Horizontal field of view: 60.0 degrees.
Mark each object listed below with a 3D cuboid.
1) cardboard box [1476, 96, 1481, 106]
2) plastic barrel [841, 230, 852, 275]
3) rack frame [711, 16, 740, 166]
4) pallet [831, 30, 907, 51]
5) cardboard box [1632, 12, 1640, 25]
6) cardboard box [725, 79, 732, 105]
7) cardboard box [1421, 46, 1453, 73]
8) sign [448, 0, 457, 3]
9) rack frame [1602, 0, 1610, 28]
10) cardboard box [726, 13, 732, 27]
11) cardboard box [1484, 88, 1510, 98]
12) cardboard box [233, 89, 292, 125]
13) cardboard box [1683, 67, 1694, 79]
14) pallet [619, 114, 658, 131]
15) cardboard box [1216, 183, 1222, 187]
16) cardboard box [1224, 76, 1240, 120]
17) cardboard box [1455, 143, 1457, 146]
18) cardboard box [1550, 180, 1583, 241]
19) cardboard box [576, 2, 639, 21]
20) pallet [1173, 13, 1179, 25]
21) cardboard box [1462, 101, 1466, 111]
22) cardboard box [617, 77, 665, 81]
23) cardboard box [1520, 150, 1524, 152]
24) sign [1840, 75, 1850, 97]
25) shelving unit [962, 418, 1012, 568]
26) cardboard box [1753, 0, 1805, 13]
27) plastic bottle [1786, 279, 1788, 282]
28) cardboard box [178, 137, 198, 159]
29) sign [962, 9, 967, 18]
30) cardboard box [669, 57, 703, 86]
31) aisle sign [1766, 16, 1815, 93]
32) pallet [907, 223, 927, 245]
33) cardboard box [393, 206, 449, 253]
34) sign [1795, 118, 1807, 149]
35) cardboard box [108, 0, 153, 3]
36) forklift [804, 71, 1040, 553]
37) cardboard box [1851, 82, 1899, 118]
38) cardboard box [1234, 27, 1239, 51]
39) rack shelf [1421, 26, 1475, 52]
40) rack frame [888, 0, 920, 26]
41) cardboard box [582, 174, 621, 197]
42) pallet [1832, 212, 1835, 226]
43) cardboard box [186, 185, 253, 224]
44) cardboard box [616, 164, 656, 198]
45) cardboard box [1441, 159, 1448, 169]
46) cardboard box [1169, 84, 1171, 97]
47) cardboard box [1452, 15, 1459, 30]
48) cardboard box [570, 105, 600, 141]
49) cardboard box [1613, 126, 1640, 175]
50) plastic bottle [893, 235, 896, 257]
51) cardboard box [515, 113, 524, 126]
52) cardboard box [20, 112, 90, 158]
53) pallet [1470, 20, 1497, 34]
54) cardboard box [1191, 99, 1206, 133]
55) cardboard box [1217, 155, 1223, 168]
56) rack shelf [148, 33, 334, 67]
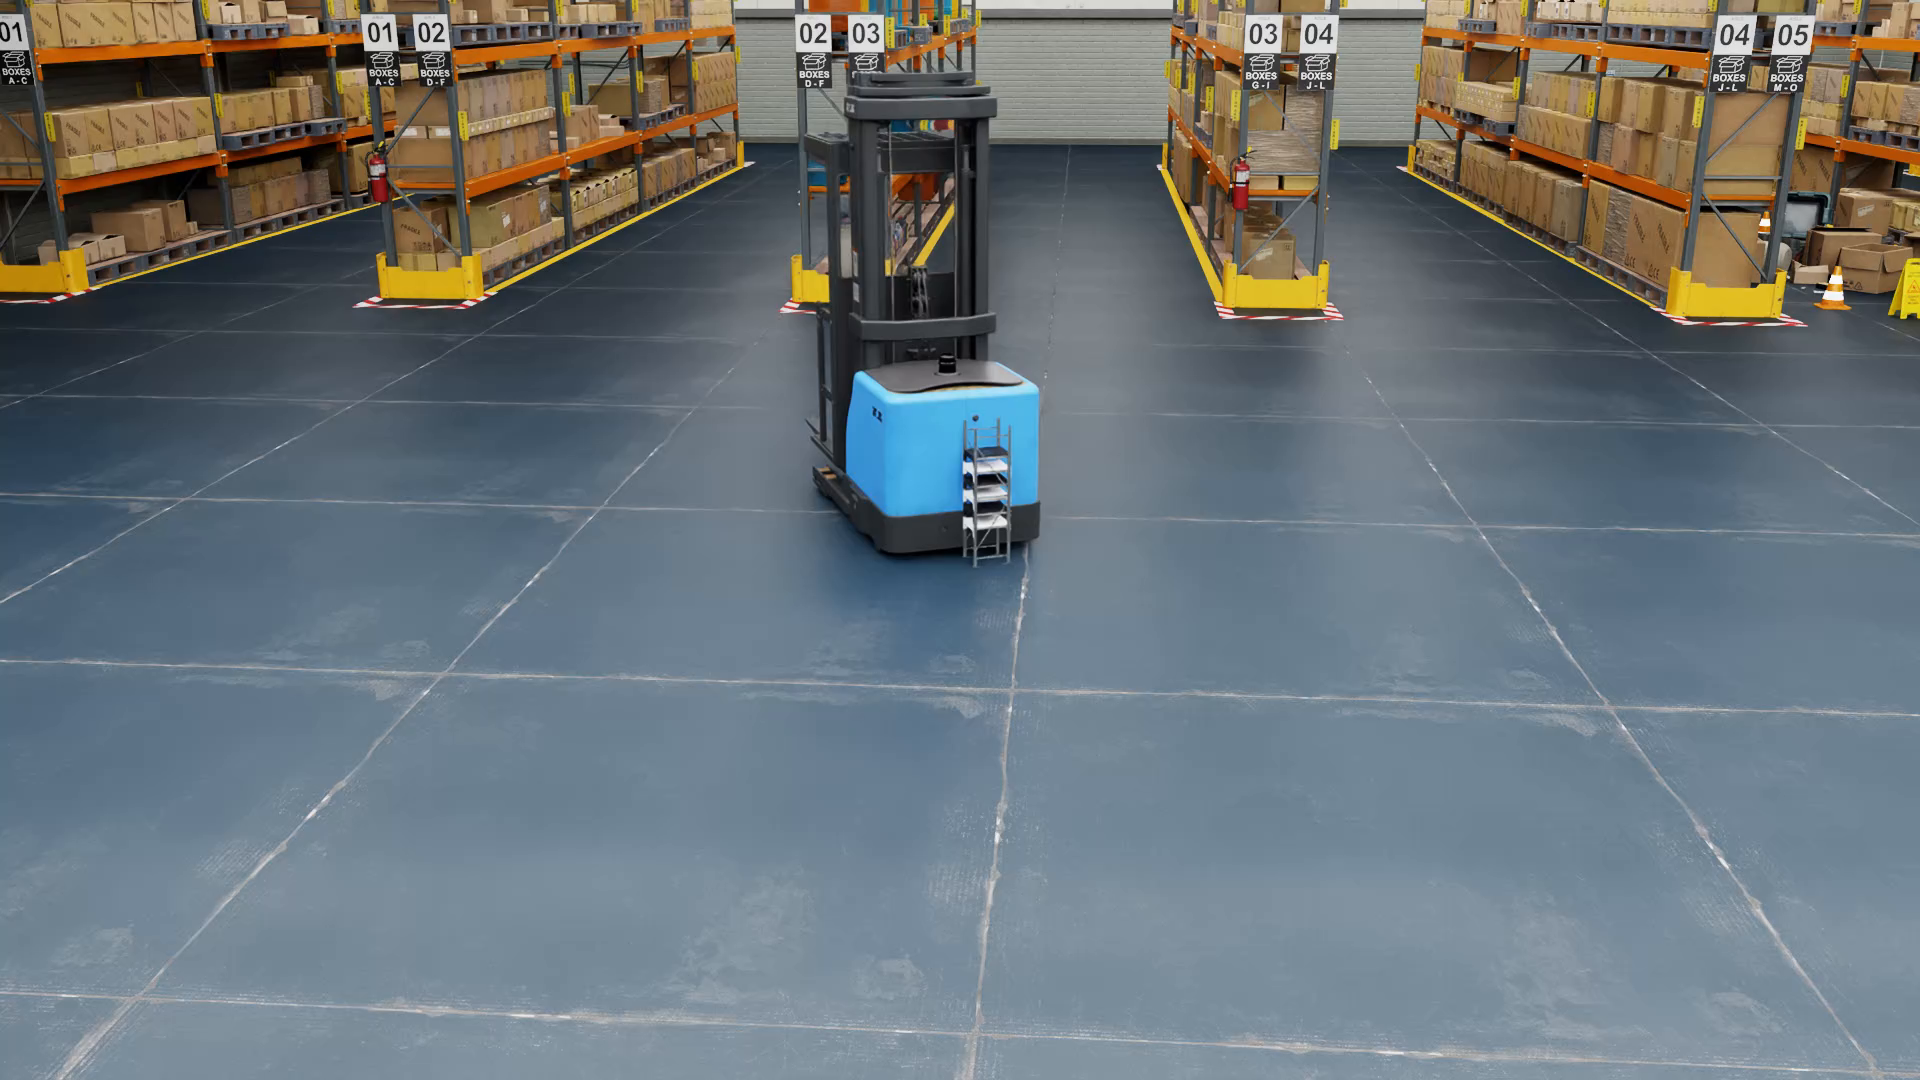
[{"bbox_3d":[8.817,-7.316,27.685,0.380,0.149,0.250,1,18,3],"label":"cardboard box"},{"bbox_3d":[-1.356,-3.442,19.930,0.421,0.512,0.421,0,18,0],"label":"plastic barrel"},{"bbox_3d":[-5.120,-9.299,34.485,1.000,3.000,0.127,1,18,4],"label":"rack frame"},{"bbox_3d":[-1.170,-5.809,19.319,1.003,0.211,1.213,1,18,4],"label":"pallet"},{"bbox_3d":[8.404,-6.339,20.204,0.380,0.149,0.250,1,18,3],"label":"cardboard box"},{"bbox_3d":[-4.914,-9.040,33.535,0.500,0.500,0.500,1,18,4],"label":"cardboard box"},{"bbox_3d":[9.403,-9.465,32.748,0.500,0.500,0.500,1,18,4],"label":"cardboard box"},{"bbox_3d":[-5.714,-6.194,18.661,0.100,0.325,0.005,1,18,4],"label":"sign"},{"bbox_3d":[8.840,-8.059,21.065,1.000,3.000,0.127,1,18,4],"label":"rack frame"},{"bbox_3d":[-4.894,-10.488,33.537,0.500,0.250,0.500,1,18,4],"label":"cardboard box"},{"bbox_3d":[8.782,-7.293,27.135,0.380,0.149,0.250,1,18,4],"label":"cardboard box"},{"bbox_3d":[-10.726,-6.647,25.524,0.700,0.500,0.500,1,18,4],"label":"cardboard box"},{"bbox_3d":[14.296,-9.075,32.035,0.500,0.500,0.500,1,18,2],"label":"cardboard box"},{"bbox_3d":[-5.715,-6.935,27.580,1.213,0.211,1.003,1,18,4],"label":"pallet"},{"bbox_3d":[4.098,-5.056,24.844,0.700,0.500,0.500,3,18,9],"label":"cardboard box"},{"bbox_3d":[3.519,-5.414,20.384,0.500,0.500,0.500,1,18,4],"label":"cardboard box"},{"bbox_3d":[9.866,-7.653,32.411,0.380,0.149,0.250,1,18,2],"label":"cardboard box"},{"bbox_3d":[8.795,-4.533,22.879,1.050,0.750,0.750,1,18,4],"label":"cardboard box"},{"bbox_3d":[-5.696,-8.424,26.836,0.910,0.500,0.500,1,18,4],"label":"cardboard box"},{"bbox_3d":[4.718,-10.230,32.650,1.003,0.211,1.213,1,18,4],"label":"pallet"},{"bbox_3d":[8.891,-7.497,28.714,0.380,0.149,0.250,1,18,4],"label":"cardboard box"},{"bbox_3d":[-5.650,-7.947,29.523,0.700,0.500,0.500,4,19,13],"label":"cardboard box"},{"bbox_3d":[9.502,-6.338,27.584,0.500,0.250,0.500,1,18,4],"label":"cardboard box"},{"bbox_3d":[13.518,-6.933,25.404,0.100,0.325,0.005,1,18,4],"label":"sign"},{"bbox_3d":[0.168,-0.293,10.372,0.258,0.900,0.210,-6,19,-17],"label":"shelving unit"},{"bbox_3d":[8.844,-5.852,18.077,0.500,0.250,0.500,1,18,4],"label":"cardboard box"},{"bbox_3d":[10.130,-3.220,20.653,0.283,0.061,0.133,-5,19,-15],"label":"plastic bottle"},{"bbox_3d":[-10.697,-5.311,22.524,0.500,0.250,0.500,1,18,4],"label":"cardboard box"},{"bbox_3d":[0.082,-9.362,29.845,0.100,0.325,0.005,1,18,4],"label":"sign"},{"bbox_3d":[-5.093,-8.720,30.950,0.500,0.500,0.500,2,18,5],"label":"cardboard box"},{"bbox_3d":[8.848,-5.172,17.715,0.394,0.787,0.004,1,18,4],"label":"aisle sign"},{"bbox_3d":[-1.022,-4.380,23.952,1.003,0.211,1.213,1,18,4],"label":"pallet"},{"bbox_3d":[-6.526,-3.752,20.095,0.500,0.500,0.500,1,18,4],"label":"cardboard box"},{"bbox_3d":[9.106,-4.400,18.017,0.100,0.325,0.005,1,18,4],"label":"sign"},{"bbox_3d":[-10.743,-7.145,21.295,0.500,0.500,0.500,1,18,2],"label":"cardboard box"},{"bbox_3d":[-0.426,-1.730,11.497,1.130,2.935,3.031,-6,19,-17],"label":"forklift"},{"bbox_3d":[13.808,-6.625,25.011,0.500,0.500,0.500,1,18,2],"label":"cardboard box"},{"bbox_3d":[3.427,-5.772,19.146,0.500,0.250,0.500,1,18,4],"label":"cardboard box"},{"bbox_3d":[9.557,-9.397,31.123,1.077,0.370,4.000,1,18,4],"label":"rack shelf"},{"bbox_3d":[-1.040,-8.311,21.836,1.000,3.000,0.127,1,18,4],"label":"rack frame"},{"bbox_3d":[-5.555,-5.488,25.694,0.500,0.311,0.500,1,18,4],"label":"cardboard box"},{"bbox_3d":[14.014,-4.803,25.243,1.003,0.211,1.213,1,18,4],"label":"pallet"},{"bbox_3d":[-10.885,-4.932,24.465,0.700,0.500,0.500,2,18,6],"label":"cardboard box"},{"bbox_3d":[-5.376,-5.971,27.635,0.500,0.500,0.500,2,18,6],"label":"cardboard box"},{"bbox_3d":[9.128,-6.951,30.747,0.380,0.149,0.250,1,18,2],"label":"cardboard box"},{"bbox_3d":[4.457,-9.004,33.347,0.500,0.250,0.500,1,18,2],"label":"cardboard box"},{"bbox_3d":[9.227,-9.360,30.094,0.500,0.250,0.500,1,18,4],"label":"cardboard box"},{"bbox_3d":[-5.798,-6.341,25.296,0.500,0.500,0.500,0,18,1],"label":"cardboard box"},{"bbox_3d":[8.653,-4.828,20.599,0.875,0.550,0.550,1,18,4],"label":"cardboard box"},{"bbox_3d":[-0.852,-3.762,21.244,0.061,0.283,0.133,2,18,5],"label":"plastic bottle"},{"bbox_3d":[-5.879,-5.444,21.519,0.380,0.149,0.250,2,18,5],"label":"cardboard box"},{"bbox_3d":[-10.874,-4.875,19.989,0.500,0.500,0.500,1,18,4],"label":"cardboard box"},{"bbox_3d":[9.192,-8.517,27.583,1.213,0.211,1.003,1,18,4],"label":"pallet"},{"bbox_3d":[3.975,-6.799,26.693,0.500,0.500,0.500,2,18,6],"label":"cardboard box"},{"bbox_3d":[3.496,-4.860,21.342,0.380,0.149,0.250,1,18,4],"label":"cardboard box"},{"bbox_3d":[-10.778,-7.386,24.986,1.077,0.370,4.000,1,18,4],"label":"rack shelf"}]
